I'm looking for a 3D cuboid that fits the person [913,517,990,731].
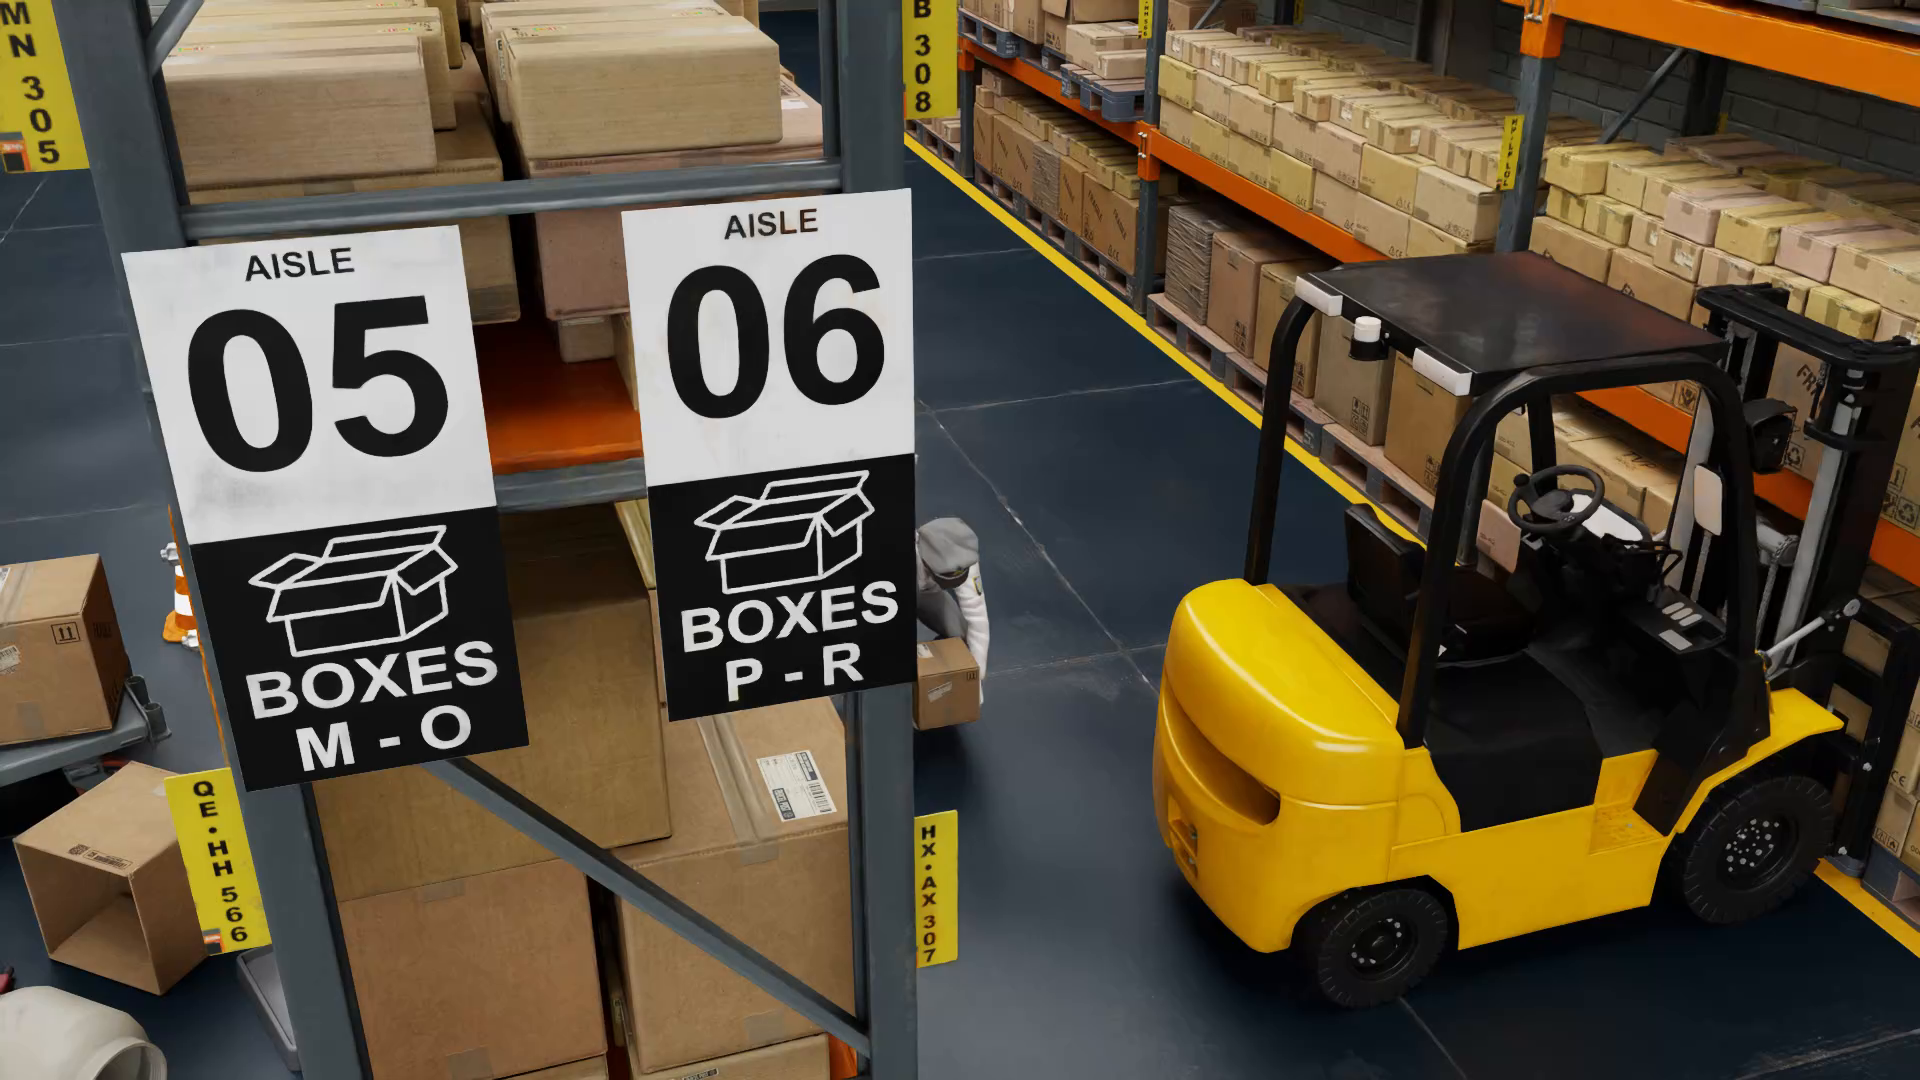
[{"bbox_3d":[-0.171,0.275,6.846,0.493,0.974,0.825,-8,28,-16],"label":"person"}]
